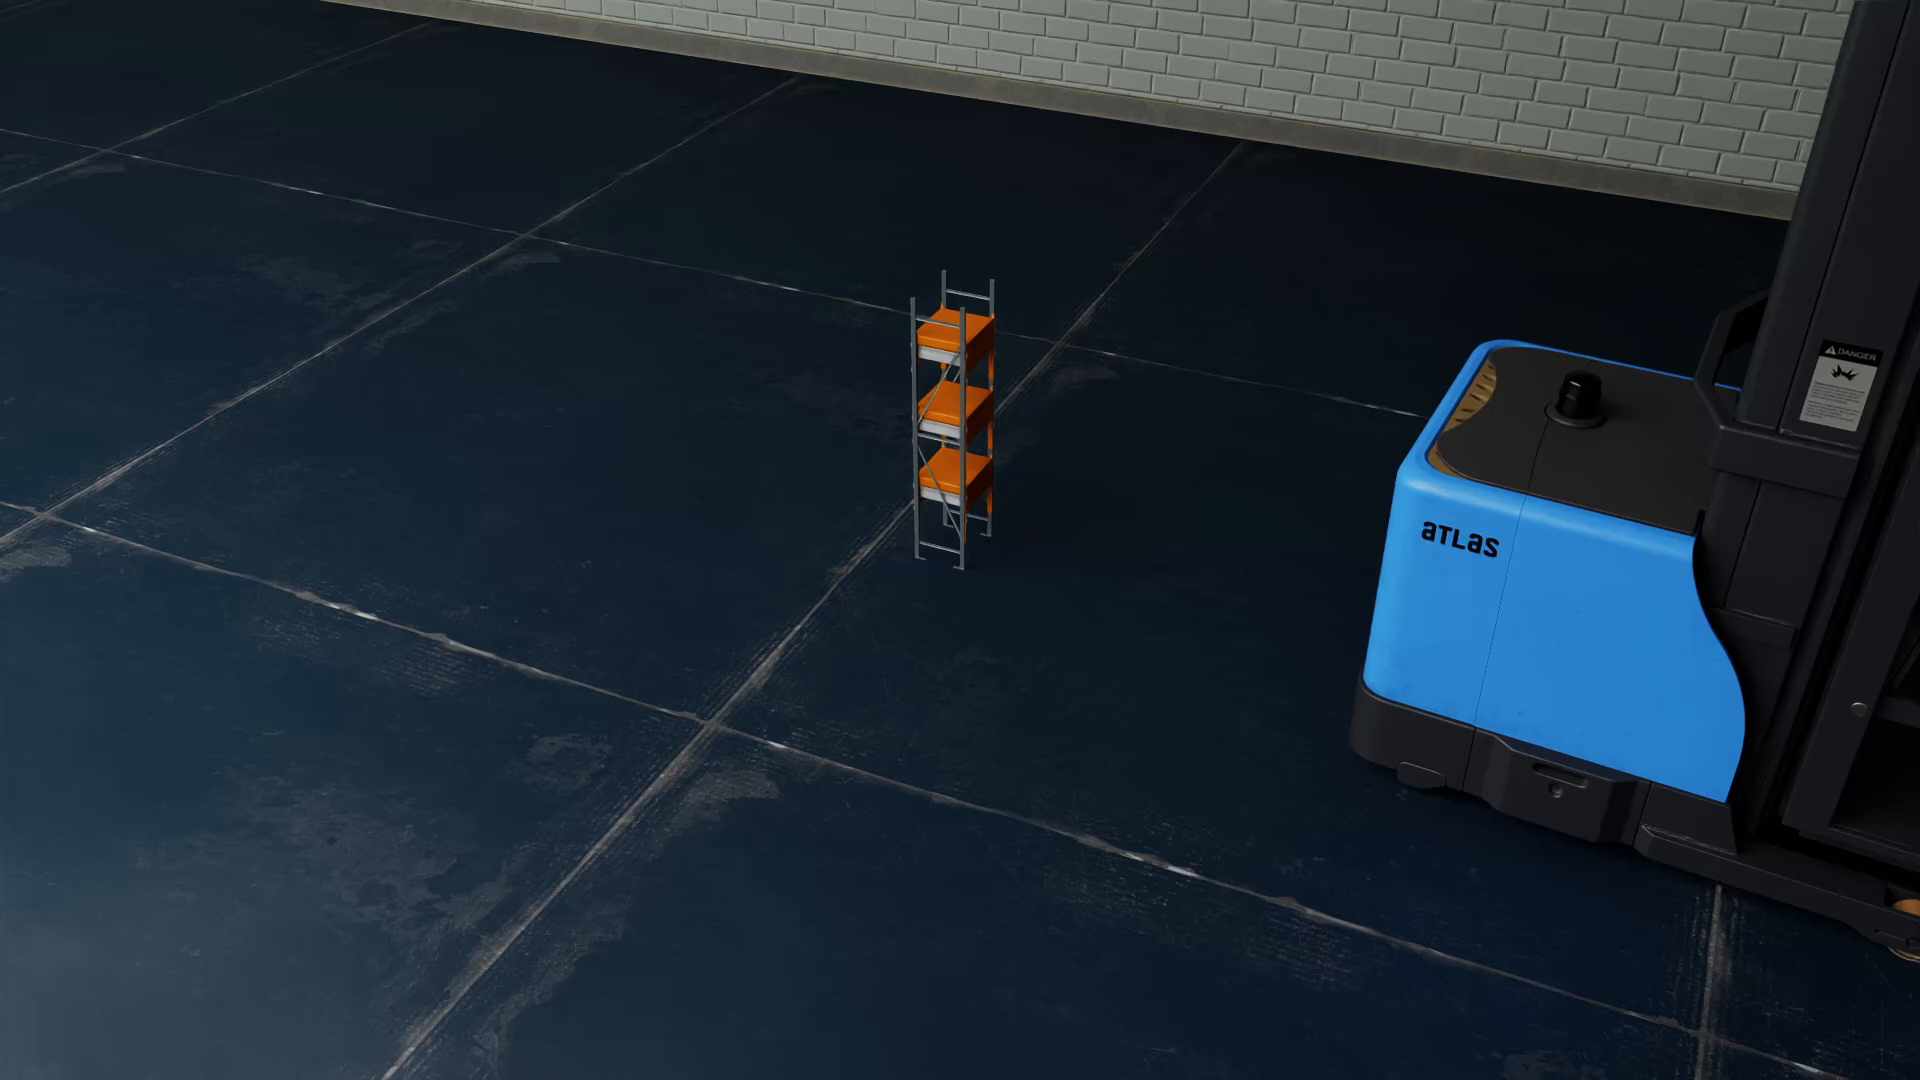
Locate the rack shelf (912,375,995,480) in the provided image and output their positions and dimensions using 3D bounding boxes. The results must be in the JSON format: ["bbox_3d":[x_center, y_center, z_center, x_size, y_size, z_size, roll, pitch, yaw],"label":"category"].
[{"bbox_3d":[-0.022,-0.404,5.927,0.215,0.259,0.240,14,36,20],"label":"rack shelf"}]

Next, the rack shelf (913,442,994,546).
[{"bbox_3d":[-0.022,-0.171,6.080,0.215,0.259,0.240,14,36,20],"label":"rack shelf"}]

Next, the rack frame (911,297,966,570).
[{"bbox_3d":[-0.073,-0.352,5.829,0.200,1.050,0.008,14,36,20],"label":"rack frame"}]

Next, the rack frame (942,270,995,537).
[{"bbox_3d":[0.029,-0.473,6.014,0.200,1.050,0.008,14,36,20],"label":"rack frame"}]

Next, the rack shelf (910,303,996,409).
[{"bbox_3d":[-0.022,-0.641,5.772,0.215,0.259,0.240,14,36,20],"label":"rack shelf"}]

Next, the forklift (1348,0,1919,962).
[{"bbox_3d":[2.749,-0.367,4.137,3.031,2.935,1.130,17,37,24],"label":"forklift"}]

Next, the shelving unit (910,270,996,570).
[{"bbox_3d":[-0.022,-0.412,5.921,0.215,1.050,0.252,14,36,20],"label":"shelving unit"}]
